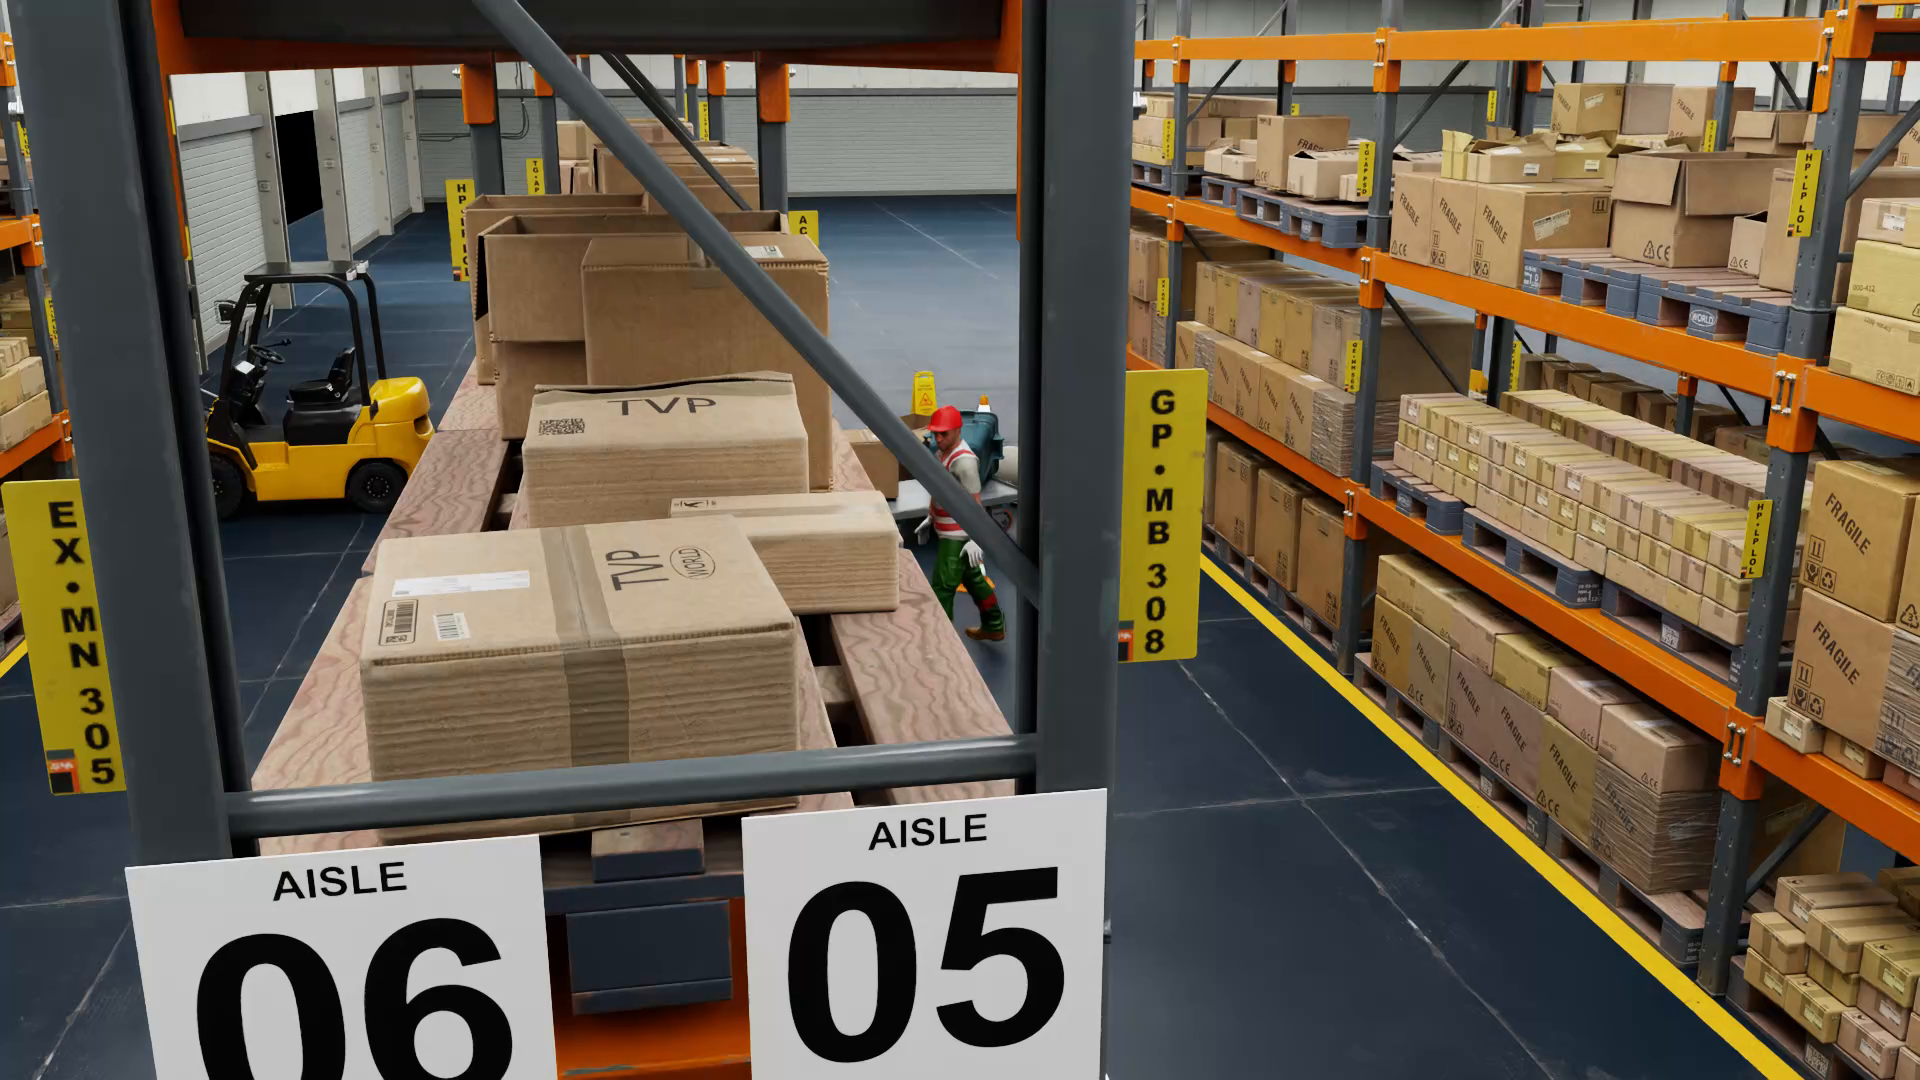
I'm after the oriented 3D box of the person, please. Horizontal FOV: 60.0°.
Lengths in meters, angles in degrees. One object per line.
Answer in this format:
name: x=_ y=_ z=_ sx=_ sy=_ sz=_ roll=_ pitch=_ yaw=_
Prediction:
person: x=-0.065 y=-0.047 z=11.208 sx=0.842 sy=1.772 sz=0.648 roll=-3 pitch=17 yaw=-12
